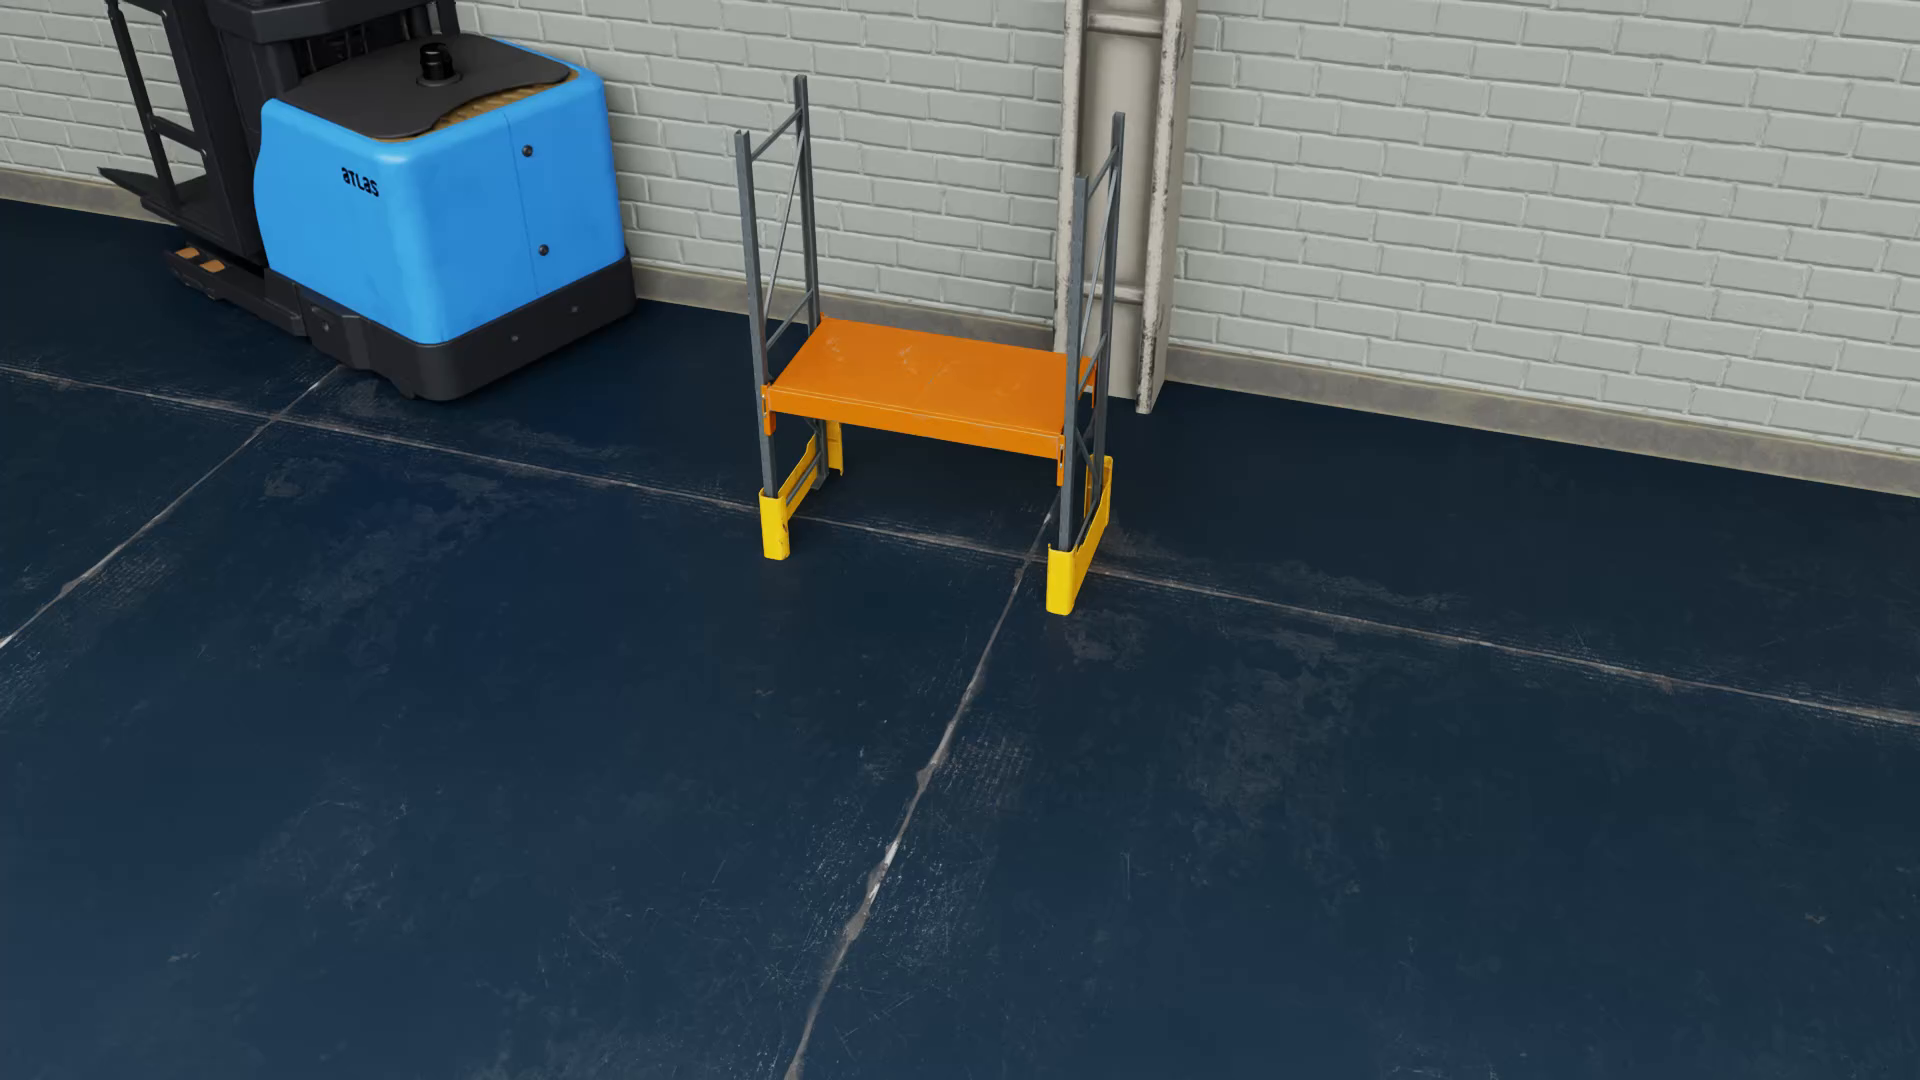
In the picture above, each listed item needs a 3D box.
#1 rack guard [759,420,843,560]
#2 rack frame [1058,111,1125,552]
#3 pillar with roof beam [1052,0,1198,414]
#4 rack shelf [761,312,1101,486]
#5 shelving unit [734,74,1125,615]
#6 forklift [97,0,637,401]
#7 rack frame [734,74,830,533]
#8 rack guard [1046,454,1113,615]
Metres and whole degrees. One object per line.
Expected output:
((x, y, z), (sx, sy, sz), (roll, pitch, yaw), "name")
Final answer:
((-0.548, -0.202, 5.814), (0.087, 0.250, 0.587), (10, 38, 14), "rack guard")
((0.404, -0.529, 5.204), (0.032, 1.500, 0.500), (10, 38, 14), "rack frame")
((-0.697, -1.794, 0.596), (0.400, 9.000, 9.100), (10, 38, 14), "pillar with roof beam")
((-0.081, -0.474, 5.433), (1.000, 0.185, 0.538), (10, 38, 14), "rack shelf")
((-0.073, -0.618, 5.324), (1.083, 1.500, 0.587), (10, 38, 14), "shelving unit")
((-2.819, -2.432, 6.582), (3.031, 2.935, 1.130), (26, 43, 30), "forklift")
((-0.567, -0.709, 5.448), (0.032, 1.500, 0.500), (10, 38, 14), "rack frame")
((0.403, -0.026, 5.575), (0.087, 0.250, 0.587), (10, 38, 14), "rack guard")
